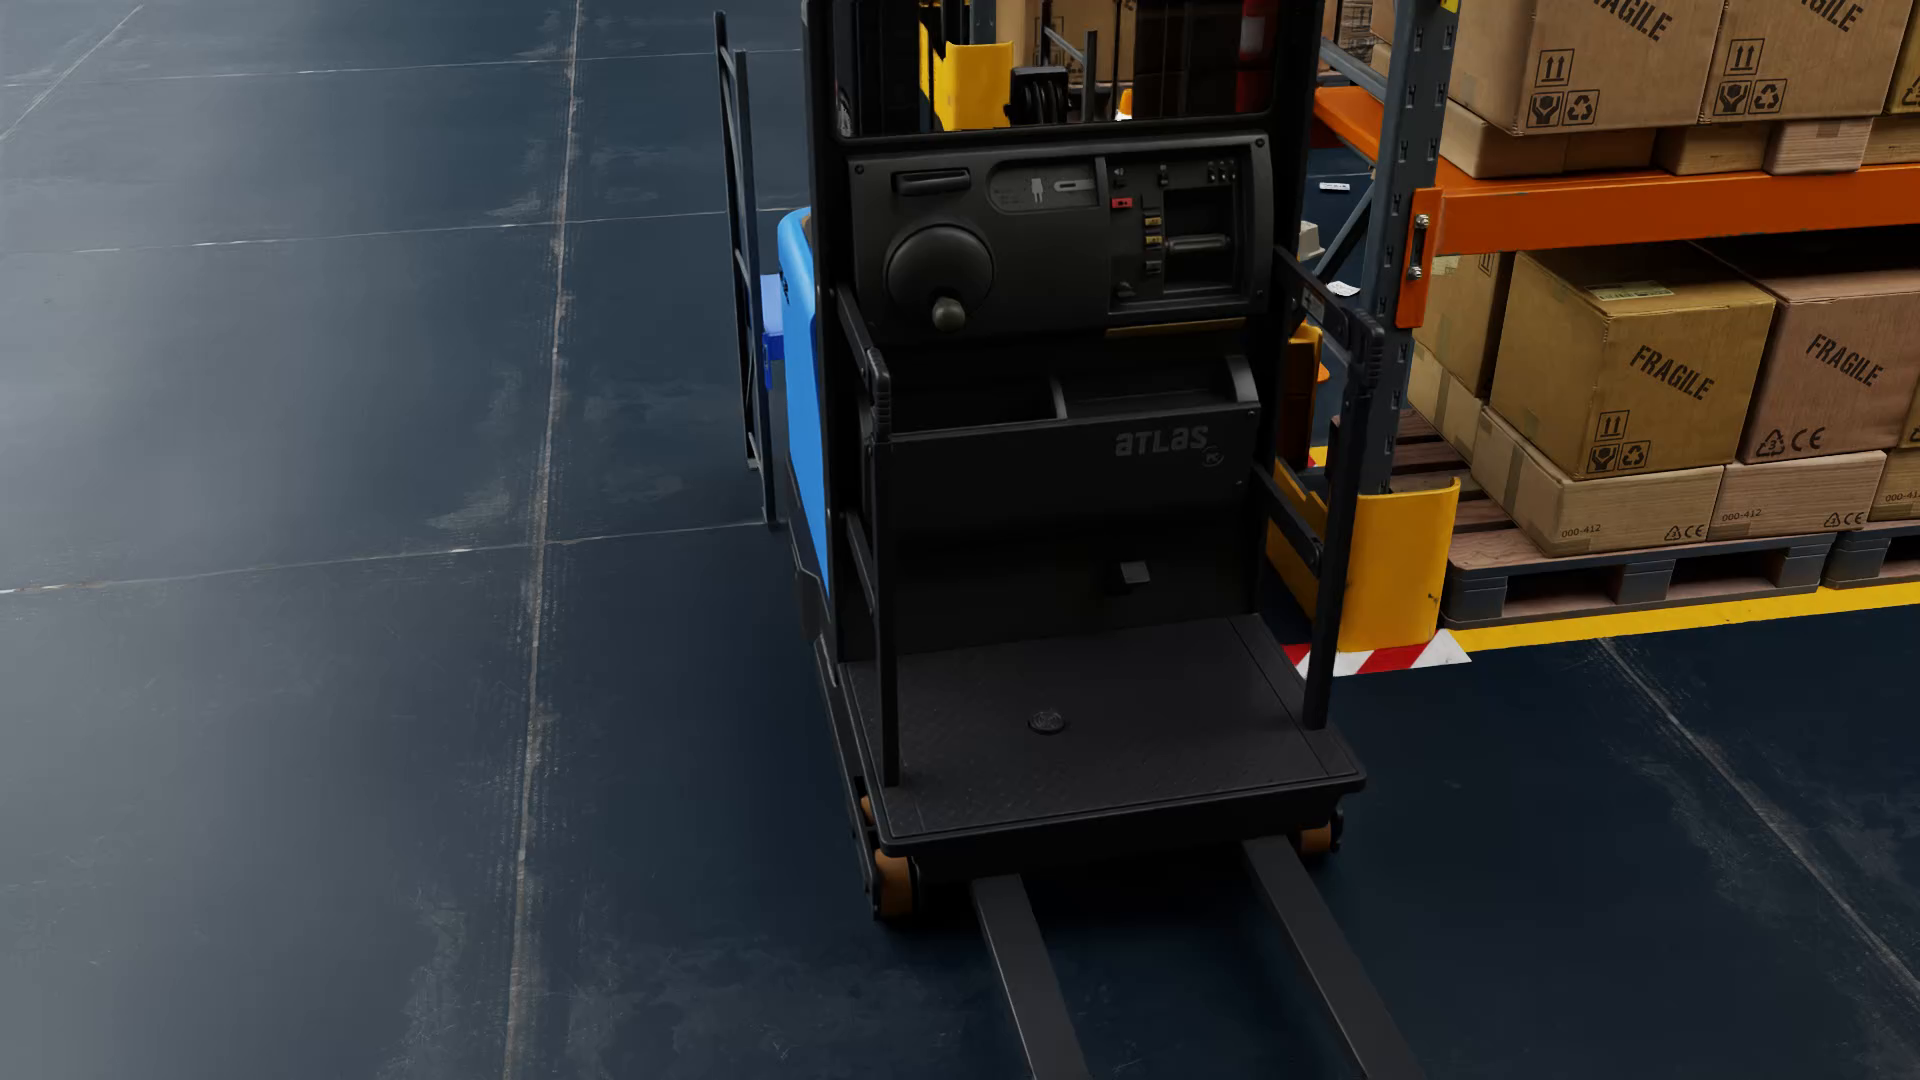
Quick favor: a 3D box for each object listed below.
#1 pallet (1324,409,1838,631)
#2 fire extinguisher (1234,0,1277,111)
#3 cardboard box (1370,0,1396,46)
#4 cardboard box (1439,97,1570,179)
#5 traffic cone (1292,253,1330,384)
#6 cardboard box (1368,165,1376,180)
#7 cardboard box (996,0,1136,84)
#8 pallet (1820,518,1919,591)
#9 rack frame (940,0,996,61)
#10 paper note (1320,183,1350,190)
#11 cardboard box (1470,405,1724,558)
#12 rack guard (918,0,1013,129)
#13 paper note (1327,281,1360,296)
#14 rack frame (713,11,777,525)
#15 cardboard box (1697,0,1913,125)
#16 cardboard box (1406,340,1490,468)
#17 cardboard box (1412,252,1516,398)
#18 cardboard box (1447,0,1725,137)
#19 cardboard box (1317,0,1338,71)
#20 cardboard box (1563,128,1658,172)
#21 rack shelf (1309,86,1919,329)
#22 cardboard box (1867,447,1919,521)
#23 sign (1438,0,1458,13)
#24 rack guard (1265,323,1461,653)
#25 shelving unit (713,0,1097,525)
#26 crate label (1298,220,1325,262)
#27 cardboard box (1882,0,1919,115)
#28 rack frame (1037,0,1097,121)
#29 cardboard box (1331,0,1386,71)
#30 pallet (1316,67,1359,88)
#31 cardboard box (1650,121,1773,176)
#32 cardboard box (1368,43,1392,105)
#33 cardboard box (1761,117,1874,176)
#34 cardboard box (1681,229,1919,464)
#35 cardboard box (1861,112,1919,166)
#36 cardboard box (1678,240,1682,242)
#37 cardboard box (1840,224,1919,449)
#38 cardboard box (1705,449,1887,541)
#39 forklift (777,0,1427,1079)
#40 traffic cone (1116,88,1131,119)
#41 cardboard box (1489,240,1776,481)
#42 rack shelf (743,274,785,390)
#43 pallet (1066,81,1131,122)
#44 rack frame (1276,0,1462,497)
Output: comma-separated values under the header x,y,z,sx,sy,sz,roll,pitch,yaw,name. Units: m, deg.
x,y,z,sx,sy,sz,roll,pitch,yaw,name
1.909,-0.131,5.264,1.213,0.211,1.003,-5,31,-9,pallet
0.833,-1.455,4.842,0.183,0.674,0.296,-5,31,-9,fire extinguisher
1.513,-1.627,4.666,0.500,0.500,0.500,-6,31,-10,cardboard box
1.400,-1.089,4.390,0.250,0.149,0.380,-5,31,-9,cardboard box
1.219,-0.858,6.253,0.334,0.463,0.336,-5,31,-9,traffic cone
2.300,-1.616,7.501,0.797,0.503,0.637,23,37,33,cardboard box
0.693,-3.088,9.224,0.875,0.875,0.875,-5,31,-9,cardboard box
3.106,-0.240,5.450,1.213,0.211,1.003,-5,31,-9,pallet
0.038,-3.728,8.631,0.127,3.000,1.000,-5,31,-9,rack frame
1.845,-1.740,8.181,0.142,0.017,0.144,5,31,8,paper note
1.872,-0.201,4.930,0.500,0.250,0.500,-6,31,-9,cardboard box
0.014,-2.648,9.260,0.348,0.500,1.175,-5,31,-9,rack guard
1.600,-1.068,7.036,0.142,0.019,0.148,-17,34,-26,paper note
-0.665,-0.819,5.163,0.032,1.500,0.500,-7,31,-12,rack frame
2.053,-1.394,4.270,0.500,0.500,0.500,-4,31,-7,cardboard box
1.799,-0.475,5.397,0.500,0.250,0.500,-5,31,-9,cardboard box
1.770,-0.791,5.195,0.500,0.500,0.500,-5,31,-9,cardboard box
1.545,-1.345,4.187,0.500,0.500,0.500,-6,31,-10,cardboard box
1.558,-3.169,9.362,0.875,0.875,0.875,-6,31,-10,cardboard box
1.646,-1.119,4.441,0.250,0.149,0.380,-5,31,-8,cardboard box
2.996,-1.142,4.942,4.000,0.370,1.077,-5,31,-9,rack shelf
2.910,-0.300,5.099,0.500,0.250,0.500,-3,31,-6,cardboard box
1.127,-1.372,3.770,0.005,0.325,0.100,-5,31,-9,sign
1.103,-0.199,5.094,0.348,0.500,1.175,-5,31,-9,rack guard
-0.172,-0.882,5.270,1.048,1.500,0.538,-7,31,-12,shelving unit
1.447,-1.343,7.398,0.298,0.136,0.250,-23,38,-34,crate label
2.554,-1.441,4.350,0.500,0.500,0.500,-6,31,-10,cardboard box
0.321,-0.945,5.376,0.032,1.500,0.500,-7,31,-12,rack frame
2.455,-3.251,9.502,0.875,0.875,0.875,-5,31,-9,cardboard box
2.008,-2.747,9.714,1.213,0.211,1.003,-5,31,-9,pallet
1.921,-1.103,4.414,0.250,0.149,0.380,-6,31,-11,cardboard box
1.358,-1.302,4.752,0.250,0.149,0.380,-4,31,-7,cardboard box
2.179,-1.103,4.414,0.250,0.149,0.380,-5,31,-8,cardboard box
2.409,-0.576,4.829,0.500,0.500,0.500,-6,31,-11,cardboard box
2.428,-1.143,4.483,0.250,0.149,0.380,-5,31,-8,cardboard box
2.282,-0.841,5.279,0.500,0.500,0.500,-4,31,-7,cardboard box
2.904,-0.618,4.900,0.500,0.500,0.500,-5,31,-8,cardboard box
2.375,-0.243,5.003,0.500,0.250,0.500,-4,31,-7,cardboard box
0.273,-0.611,3.398,1.130,2.935,3.031,-6,31,-10,forklift
0.816,-1.975,8.152,0.334,0.463,0.336,-5,31,-9,traffic cone
1.895,-0.526,4.744,0.500,0.500,0.500,-6,31,-11,cardboard box
-0.172,-0.727,5.361,1.000,0.185,0.538,-7,31,-12,rack shelf
0.810,-2.638,9.528,1.213,0.211,1.003,-5,31,-9,pallet
1.029,-1.269,4.449,0.127,3.000,1.000,-5,31,-9,rack frame
